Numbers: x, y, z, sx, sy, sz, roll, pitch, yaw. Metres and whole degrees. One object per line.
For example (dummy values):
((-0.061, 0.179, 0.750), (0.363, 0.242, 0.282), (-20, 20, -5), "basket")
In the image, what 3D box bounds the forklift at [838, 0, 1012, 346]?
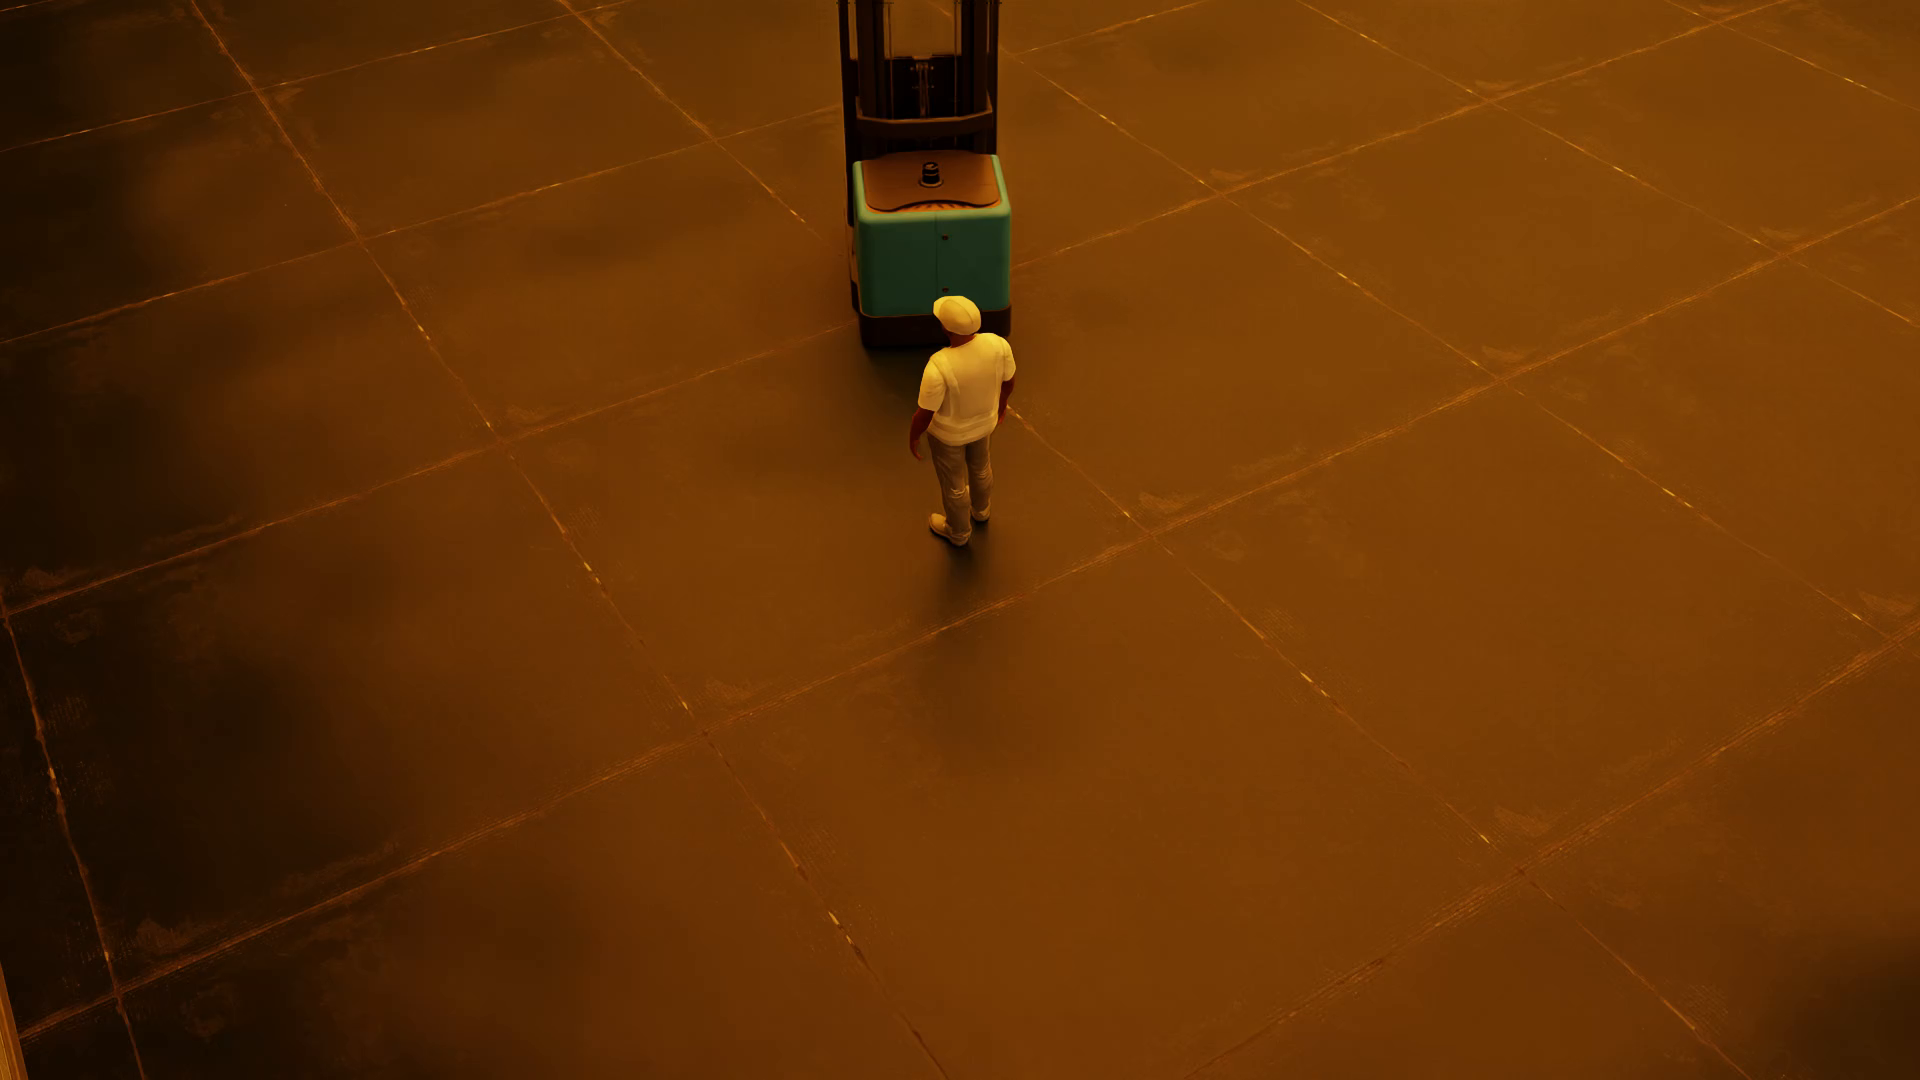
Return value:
((-0.307, -3.409, 11.772), (1.130, 2.935, 3.031), (-4, 41, -4), "forklift")

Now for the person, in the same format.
((-0.034, -0.711, 9.559), (0.666, 1.768, 0.575), (-23, 46, -24), "person")
